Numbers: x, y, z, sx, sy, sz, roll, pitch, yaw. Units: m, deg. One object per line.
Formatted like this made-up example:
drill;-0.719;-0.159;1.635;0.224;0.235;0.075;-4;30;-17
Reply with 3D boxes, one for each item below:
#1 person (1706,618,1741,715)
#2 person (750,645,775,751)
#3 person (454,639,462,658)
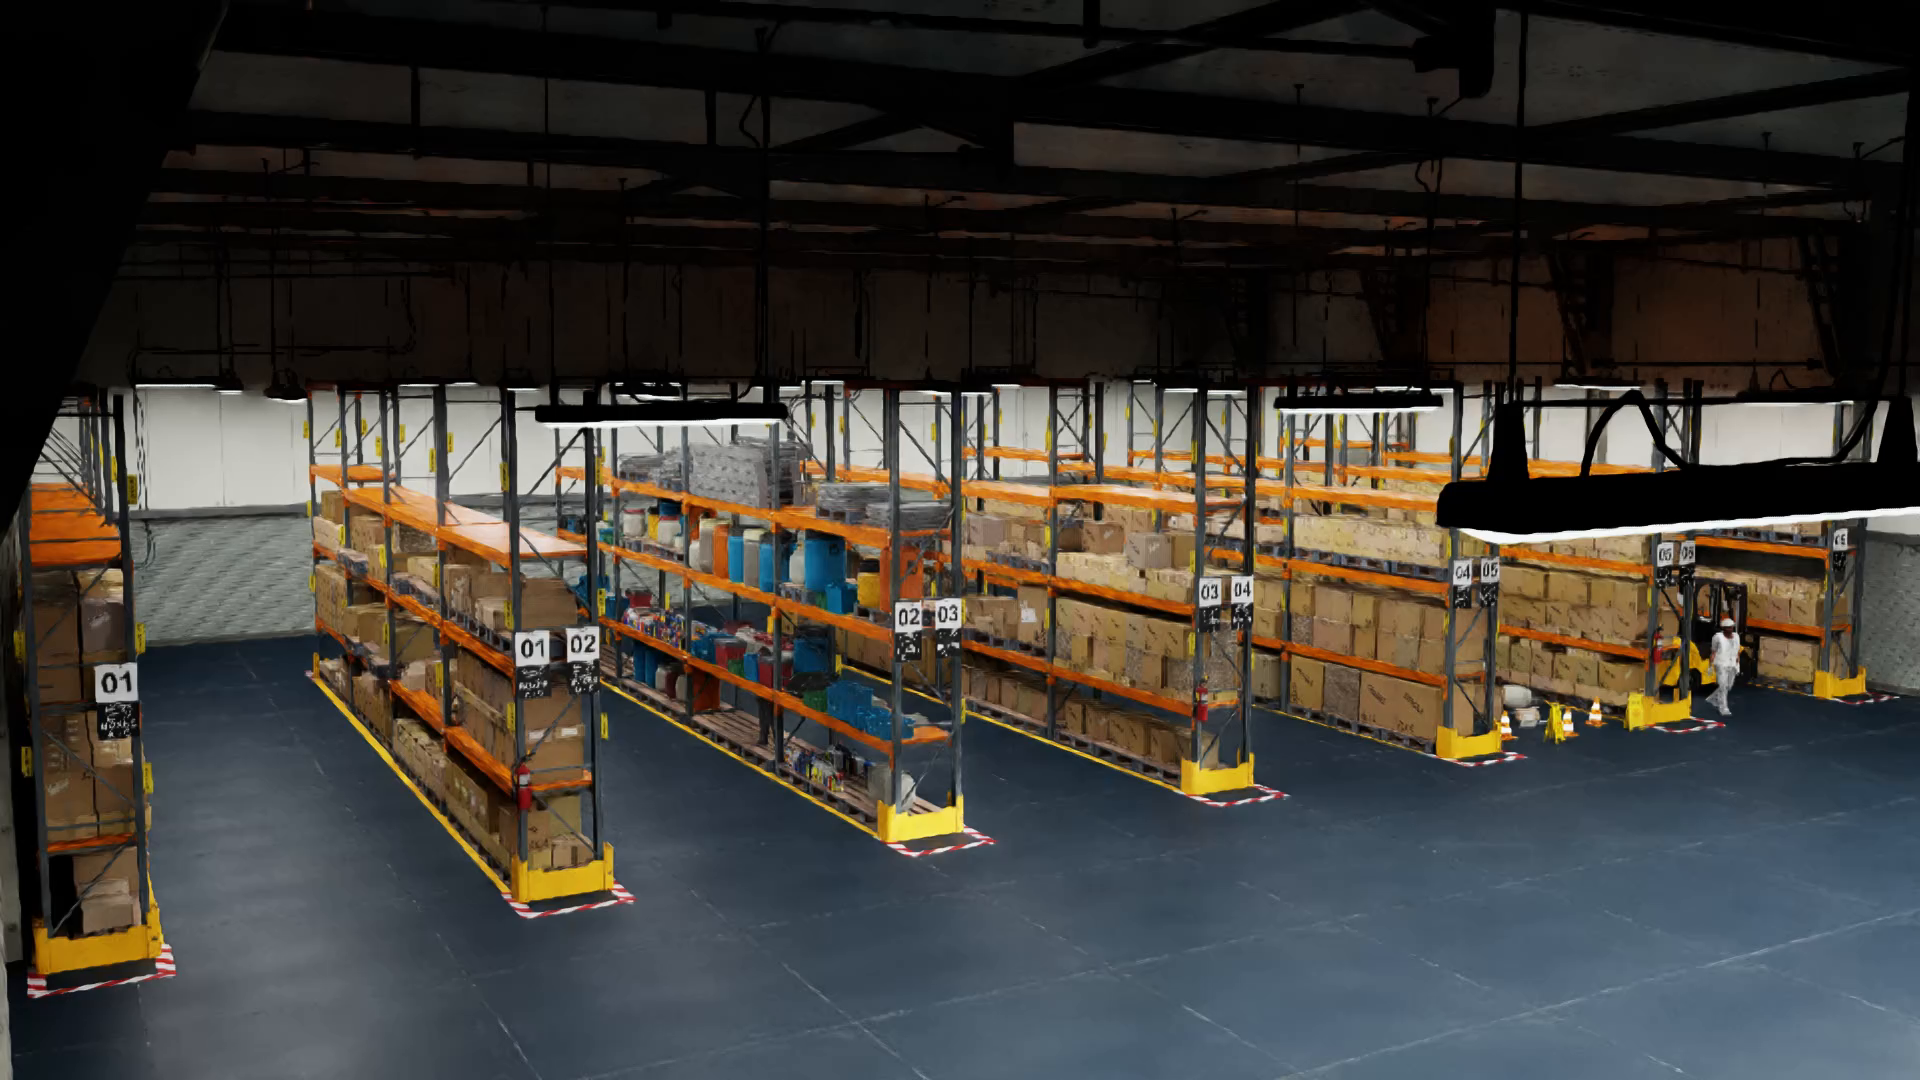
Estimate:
person;13.806;2.264;30.074;0.610;1.763;0.894;-1;6;-13
person;-3.072;2.484;26.346;0.480;1.653;0.642;-2;6;-17
person;-9.601;2.040;31.989;0.580;1.760;0.673;0;6;2
